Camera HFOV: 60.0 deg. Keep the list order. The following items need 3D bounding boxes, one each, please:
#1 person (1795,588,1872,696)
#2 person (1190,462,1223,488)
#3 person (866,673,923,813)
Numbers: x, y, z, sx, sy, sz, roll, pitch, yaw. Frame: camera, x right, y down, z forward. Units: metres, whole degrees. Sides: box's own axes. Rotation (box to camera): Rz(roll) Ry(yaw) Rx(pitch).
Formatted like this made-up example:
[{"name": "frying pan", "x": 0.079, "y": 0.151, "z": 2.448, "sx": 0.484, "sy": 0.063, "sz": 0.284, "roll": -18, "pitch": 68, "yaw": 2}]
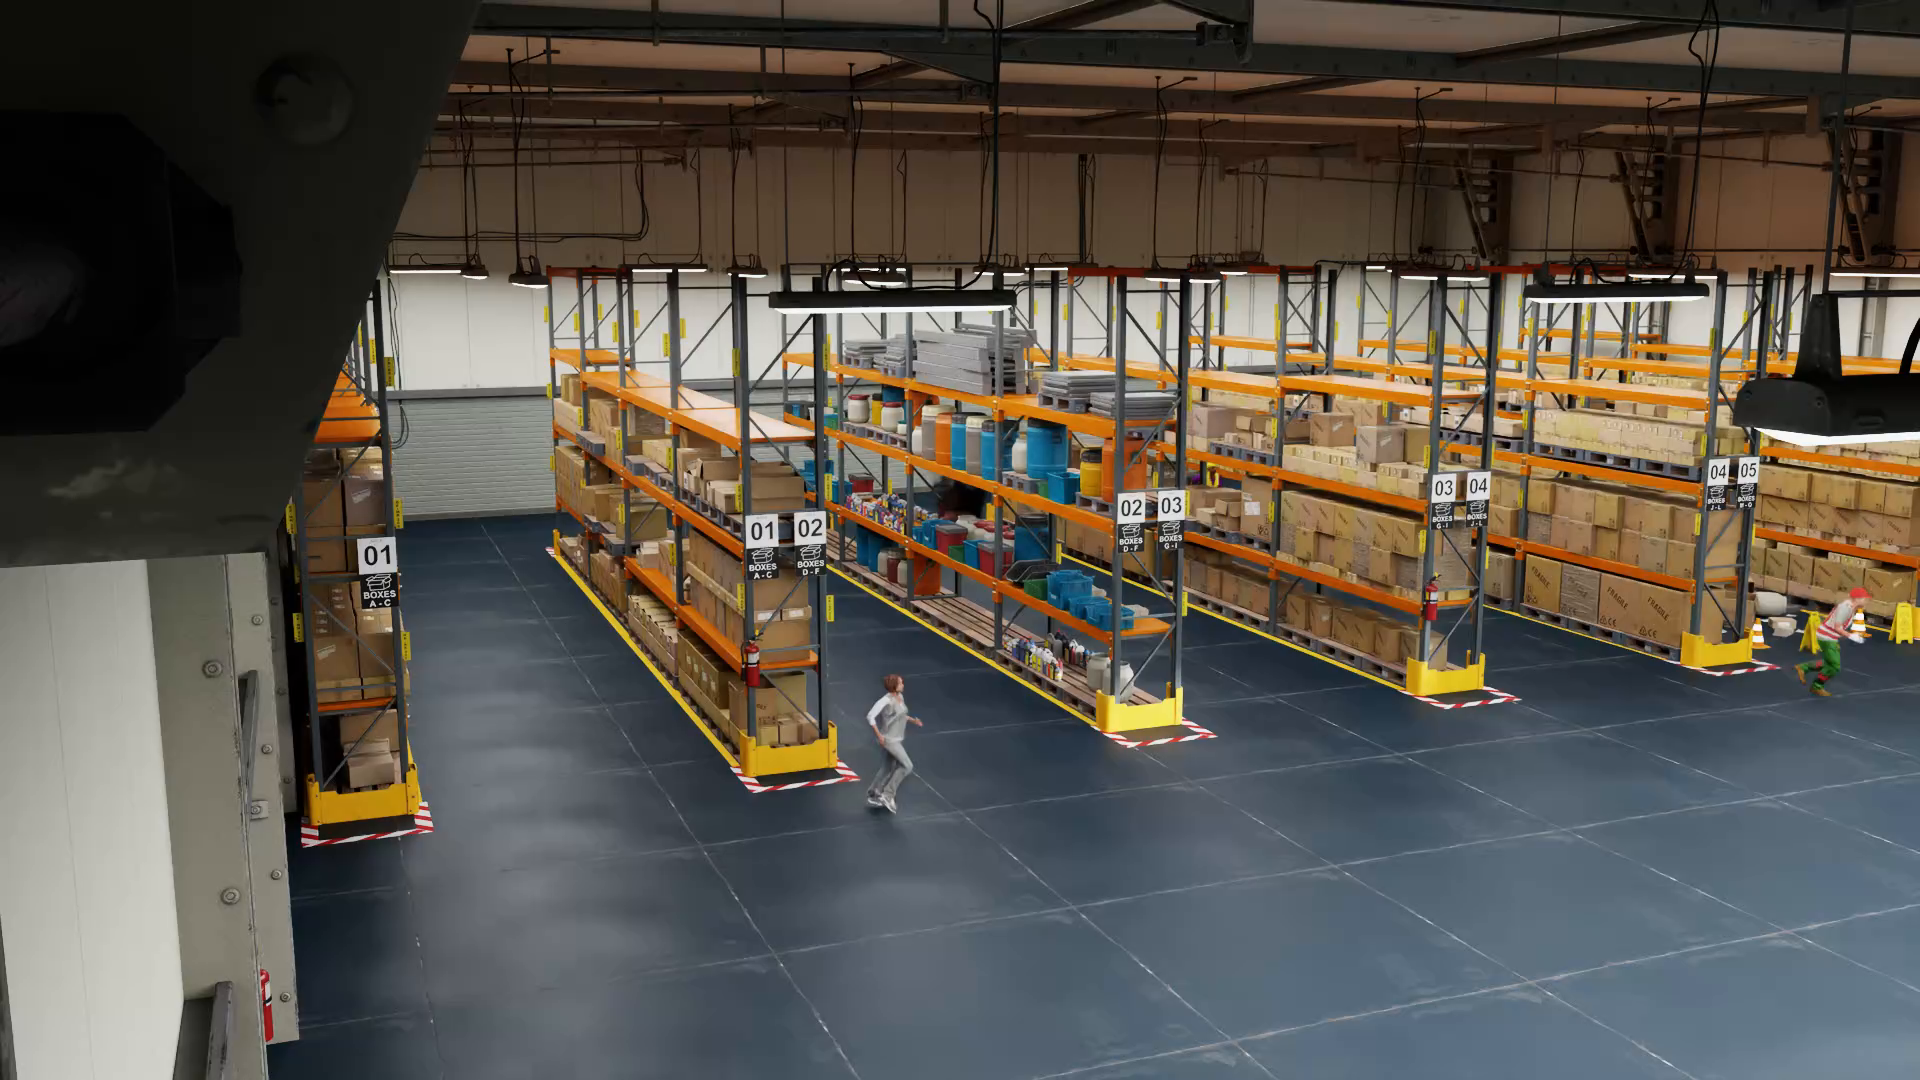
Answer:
[{"name": "person", "x": 12.498, "y": 1.438, "z": 23.829, "sx": 0.898, "sy": 1.617, "sz": 0.677, "roll": 7, "pitch": 12, "yaw": 33}, {"name": "person", "x": 5.483, "y": -0.866, "z": 36.697, "sx": 0.703, "sy": 1.769, "sz": 0.714, "roll": -5, "pitch": 11, "yaw": -27}, {"name": "person", "x": -0.759, "y": 2.294, "z": 18.924, "sx": 0.658, "sy": 1.592, "sz": 0.534, "roll": 2, "pitch": 10, "yaw": 13}]
